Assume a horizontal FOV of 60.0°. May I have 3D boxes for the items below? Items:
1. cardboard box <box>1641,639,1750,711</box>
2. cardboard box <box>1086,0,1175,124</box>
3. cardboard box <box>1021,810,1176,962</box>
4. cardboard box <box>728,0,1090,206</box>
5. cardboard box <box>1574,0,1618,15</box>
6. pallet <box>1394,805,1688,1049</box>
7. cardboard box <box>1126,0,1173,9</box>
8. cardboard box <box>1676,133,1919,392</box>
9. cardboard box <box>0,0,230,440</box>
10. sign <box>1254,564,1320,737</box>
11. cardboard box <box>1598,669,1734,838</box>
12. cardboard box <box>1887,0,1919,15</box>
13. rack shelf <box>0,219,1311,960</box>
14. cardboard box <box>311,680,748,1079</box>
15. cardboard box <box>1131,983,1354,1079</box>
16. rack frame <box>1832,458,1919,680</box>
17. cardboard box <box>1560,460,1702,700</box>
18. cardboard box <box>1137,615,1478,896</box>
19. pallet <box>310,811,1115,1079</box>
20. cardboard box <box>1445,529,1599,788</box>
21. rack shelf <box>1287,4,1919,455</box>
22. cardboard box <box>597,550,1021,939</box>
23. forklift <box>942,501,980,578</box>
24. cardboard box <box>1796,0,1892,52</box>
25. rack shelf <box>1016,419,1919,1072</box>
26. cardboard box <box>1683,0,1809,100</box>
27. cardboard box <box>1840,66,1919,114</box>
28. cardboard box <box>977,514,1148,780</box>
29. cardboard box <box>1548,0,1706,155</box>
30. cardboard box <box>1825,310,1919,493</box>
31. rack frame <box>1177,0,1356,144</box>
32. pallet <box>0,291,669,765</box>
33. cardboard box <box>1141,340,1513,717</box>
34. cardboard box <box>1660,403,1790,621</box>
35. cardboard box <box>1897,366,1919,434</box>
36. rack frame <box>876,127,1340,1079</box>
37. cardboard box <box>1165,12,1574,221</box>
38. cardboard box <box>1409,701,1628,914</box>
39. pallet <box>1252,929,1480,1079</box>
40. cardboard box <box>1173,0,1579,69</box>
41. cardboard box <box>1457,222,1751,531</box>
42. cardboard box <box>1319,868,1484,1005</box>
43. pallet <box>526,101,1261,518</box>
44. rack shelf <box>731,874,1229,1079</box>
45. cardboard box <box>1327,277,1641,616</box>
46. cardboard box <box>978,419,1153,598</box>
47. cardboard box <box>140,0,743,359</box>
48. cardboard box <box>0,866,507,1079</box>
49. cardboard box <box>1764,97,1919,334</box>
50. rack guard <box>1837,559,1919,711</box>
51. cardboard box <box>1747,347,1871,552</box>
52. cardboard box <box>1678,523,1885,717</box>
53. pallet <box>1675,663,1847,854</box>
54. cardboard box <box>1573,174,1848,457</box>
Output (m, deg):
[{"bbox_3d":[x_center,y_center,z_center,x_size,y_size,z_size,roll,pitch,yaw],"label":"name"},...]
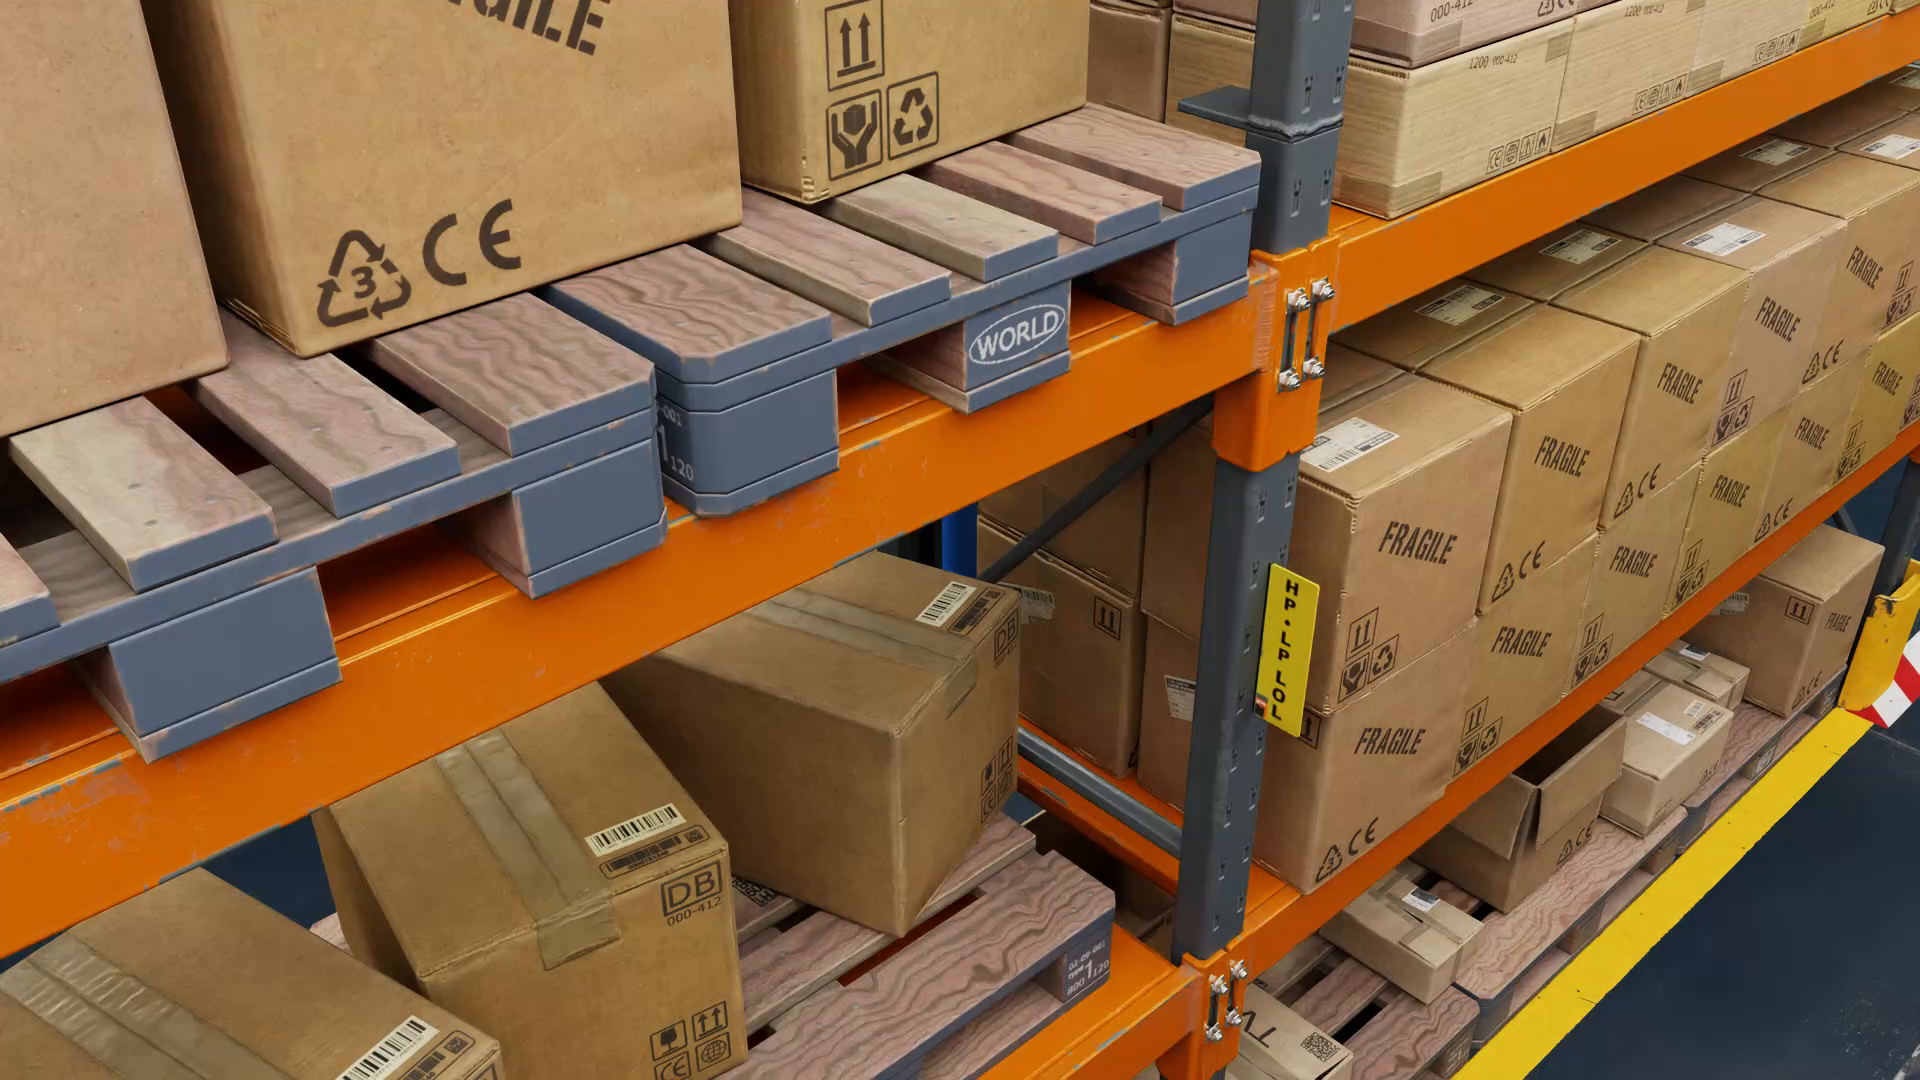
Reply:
[{"bbox_3d":[2.540,0.480,5.884,0.250,0.166,0.380,-26,40,-35],"label":"cardboard box"},{"bbox_3d":[0.372,-1.009,3.293,0.500,0.250,0.500,-26,40,-35],"label":"cardboard box"},{"bbox_3d":[0.421,1.049,4.633,0.500,0.500,0.500,-26,40,-35],"label":"cardboard box"},{"bbox_3d":[-0.223,-0.913,2.397,0.600,0.600,0.600,25,39,35],"label":"cardboard box"},{"bbox_3d":[1.087,-1.203,3.132,0.500,0.250,0.500,-26,40,-35],"label":"cardboard box"},{"bbox_3d":[1.595,0.993,5.424,1.213,0.211,1.003,-26,40,-35],"label":"pallet"},{"bbox_3d":[0.368,-1.224,3.166,0.500,0.250,0.500,-26,40,-35],"label":"cardboard box"},{"bbox_3d":[2.243,-0.779,4.594,0.500,0.500,0.500,-25,39,-34],"label":"cardboard box"},{"bbox_3d":[-1.200,-0.438,1.622,0.600,0.600,0.600,27,41,37],"label":"cardboard box"},{"bbox_3d":[0.576,0.198,2.941,0.005,0.325,0.100,-26,40,-35],"label":"sign"},{"bbox_3d":[2.181,0.660,5.509,0.500,0.250,0.500,-26,40,-35],"label":"cardboard box"},{"bbox_3d":[2.200,-1.515,4.120,0.500,0.250,0.500,-26,40,-35],"label":"cardboard box"},{"bbox_3d":[-1.270,0.218,1.833,4.000,0.370,1.077,-26,40,-35],"label":"rack shelf"},{"bbox_3d":[-0.765,0.610,2.879,0.500,0.500,0.700,-19,36,-28],"label":"cardboard box"},{"bbox_3d":[0.651,1.374,4.283,0.500,0.311,0.500,-26,40,-35],"label":"cardboard box"},{"bbox_3d":[3.129,-0.938,5.908,0.127,3.000,1.000,-26,40,-35],"label":"rack frame"},{"bbox_3d":[1.497,0.003,4.275,0.500,0.500,0.500,-26,40,-36],"label":"cardboard box"},{"bbox_3d":[0.755,0.362,3.687,0.500,0.500,0.500,-25,39,-34],"label":"cardboard box"},{"bbox_3d":[-0.464,0.805,3.243,1.213,0.211,1.003,-26,40,-35],"label":"pallet"},{"bbox_3d":[1.128,0.179,3.986,0.500,0.500,0.500,-25,39,-35],"label":"cardboard box"},{"bbox_3d":[1.663,-1.201,4.153,4.000,0.370,1.077,-26,40,-35],"label":"rack shelf"},{"bbox_3d":[-0.303,0.342,3.317,0.700,0.500,0.500,15,35,23],"label":"cardboard box"},{"bbox_3d":[0.615,-1.499,6.893,1.130,2.935,3.031,27,40,36],"label":"forklift"},{"bbox_3d":[1.822,-1.344,3.840,0.500,0.250,0.500,-26,40,-35],"label":"cardboard box"},{"bbox_3d":[1.663,0.079,4.936,4.000,0.370,1.077,-26,40,-35],"label":"rack shelf"},{"bbox_3d":[1.458,-1.165,3.548,0.500,0.250,0.500,-26,40,-35],"label":"cardboard box"},{"bbox_3d":[2.990,-1.144,5.191,0.500,0.500,0.500,-26,40,-36],"label":"cardboard box"},{"bbox_3d":[0.388,0.163,4.012,0.500,0.500,0.500,-25,39,-35],"label":"cardboard box"},{"bbox_3d":[1.090,-0.988,3.259,0.500,0.250,0.500,-26,40,-35],"label":"cardboard box"},{"bbox_3d":[2.608,-0.532,5.149,0.500,0.500,0.500,-25,40,-35],"label":"cardboard box"},{"bbox_3d":[0.196,-2.078,2.023,0.127,3.000,1.000,-26,40,-35],"label":"rack frame"},{"bbox_3d":[-1.088,-0.145,1.916,1.003,0.211,1.213,-26,40,-35],"label":"pallet"},{"bbox_3d":[0.733,-0.048,3.398,0.500,0.500,0.500,-25,39,-34],"label":"cardboard box"},{"bbox_3d":[1.869,-0.178,4.571,0.500,0.500,0.500,-26,40,-36],"label":"cardboard box"},{"bbox_3d":[2.986,-0.717,5.452,0.500,0.500,0.500,-24,39,-34],"label":"cardboard box"},{"bbox_3d":[0.196,0.481,3.588,0.127,3.000,1.000,-26,40,-35],"label":"rack frame"},{"bbox_3d":[0.721,-0.812,2.972,0.500,0.250,0.500,-26,40,-35],"label":"cardboard box"},{"bbox_3d":[1.570,0.690,5.217,0.637,0.503,0.797,-26,40,-35],"label":"cardboard box"},{"bbox_3d":[0.700,1.428,4.713,1.213,0.211,1.003,-26,40,-35],"label":"pallet"},{"bbox_3d":[0.722,-1.025,2.841,0.500,0.250,0.500,-26,40,-35],"label":"cardboard box"},{"bbox_3d":[1.488,-0.413,3.996,0.500,0.500,0.500,-27,41,-37],"label":"cardboard box"},{"bbox_3d":[1.278,1.125,4.828,0.250,0.166,0.380,-26,40,-35],"label":"cardboard box"},{"bbox_3d":[-0.330,-0.514,2.520,1.003,0.211,1.213,-26,40,-35],"label":"pallet"},{"bbox_3d":[-1.270,1.497,2.615,4.000,0.370,1.077,-26,40,-35],"label":"rack shelf"},{"bbox_3d":[1.111,-0.231,3.698,0.500,0.500,0.500,-27,41,-37],"label":"cardboard box"},{"bbox_3d":[0.391,-0.266,3.756,0.500,0.500,0.500,-26,40,-35],"label":"cardboard box"},{"bbox_3d":[-0.698,-0.667,1.996,0.600,0.600,0.600,-26,40,-36],"label":"cardboard box"},{"bbox_3d":[-1.057,0.910,2.389,0.700,0.500,0.500,18,36,27],"label":"cardboard box"},{"bbox_3d":[2.620,-0.964,4.897,0.500,0.500,0.500,-25,39,-34],"label":"cardboard box"},{"bbox_3d":[3.073,0.156,6.516,0.348,0.500,1.175,-26,40,-35],"label":"rack guard"},{"bbox_3d":[2.238,-0.357,4.863,0.500,0.500,0.500,-25,40,-35],"label":"cardboard box"},{"bbox_3d":[2.898,0.228,5.976,0.500,0.500,0.500,-26,40,-35],"label":"cardboard box"},{"bbox_3d":[2.490,0.562,6.129,1.213,0.211,1.003,-26,40,-35],"label":"pallet"},{"bbox_3d":[1.866,-0.596,4.296,0.500,0.500,0.500,-24,39,-34],"label":"cardboard box"}]
